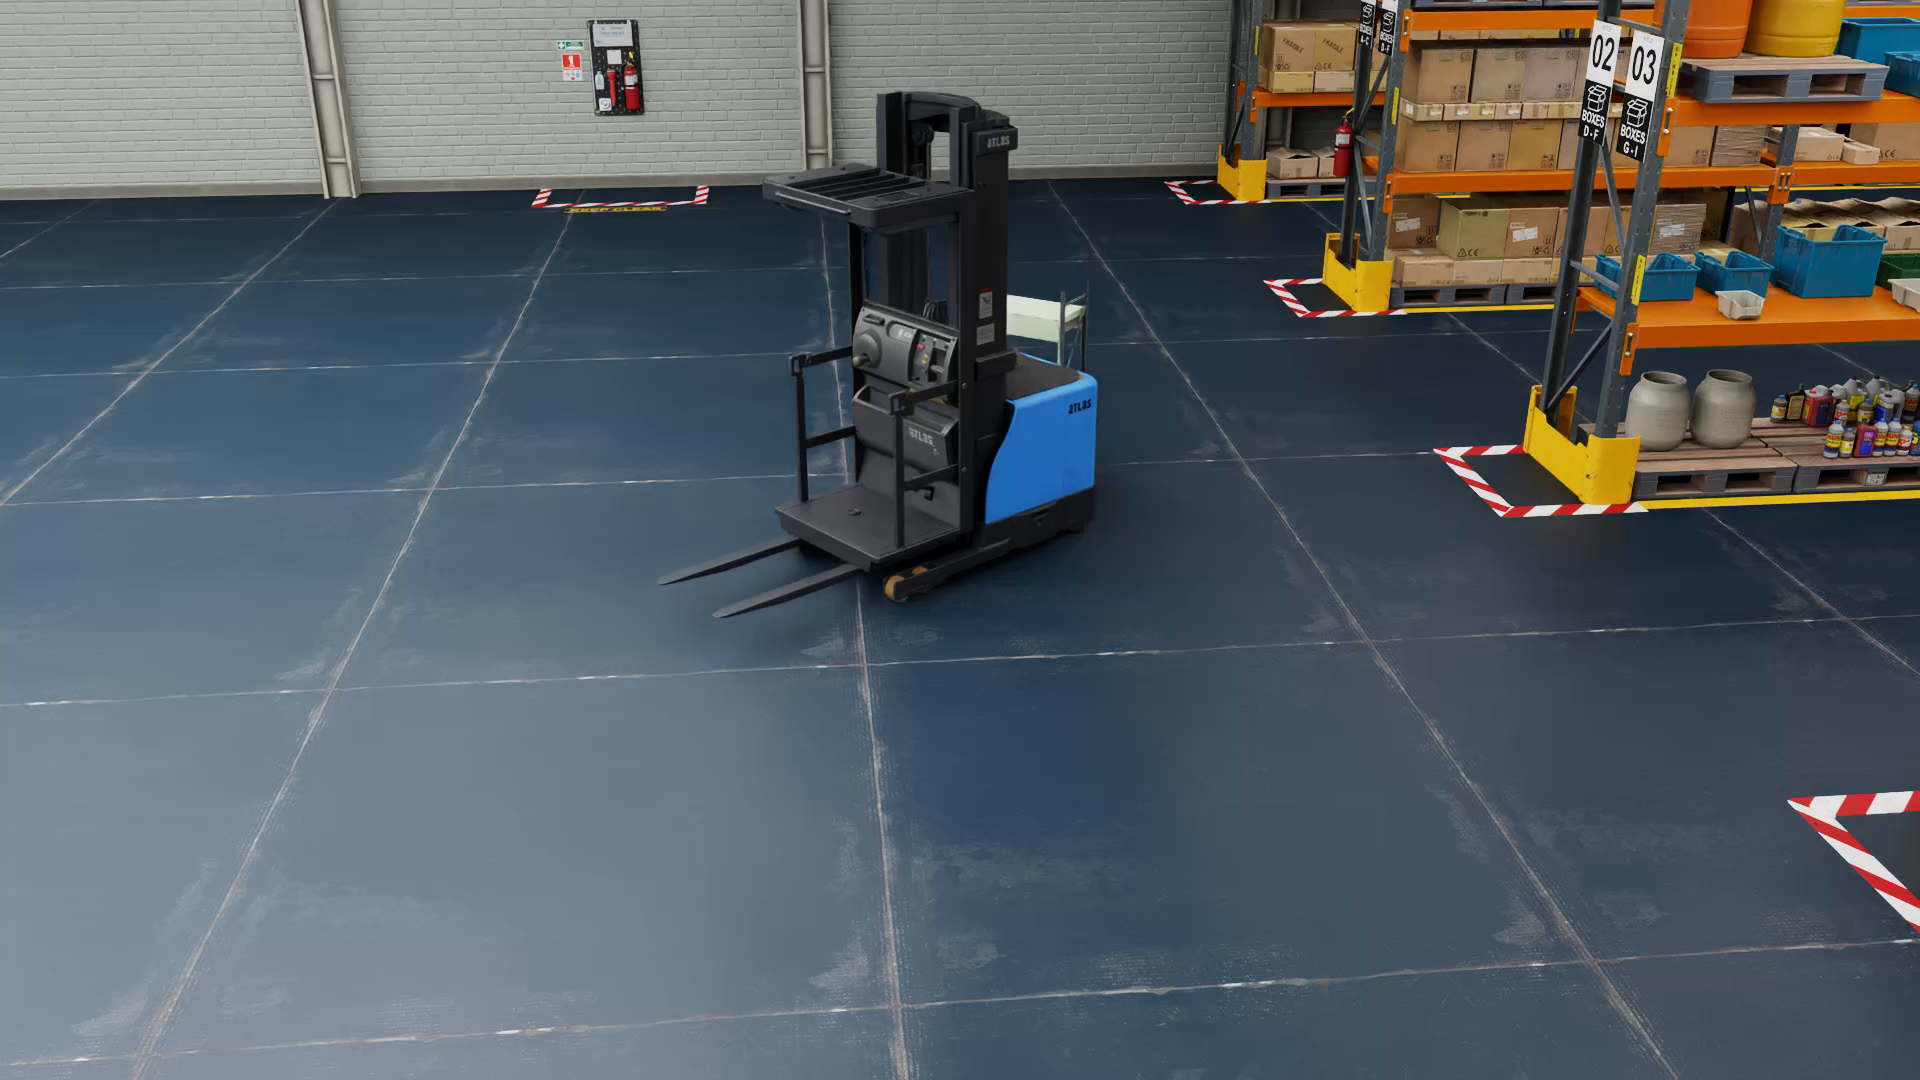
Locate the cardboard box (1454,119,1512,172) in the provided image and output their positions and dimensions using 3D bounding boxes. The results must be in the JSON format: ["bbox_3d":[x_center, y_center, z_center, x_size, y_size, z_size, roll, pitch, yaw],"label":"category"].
[{"bbox_3d":[4.994,-3.920,16.254,0.500,0.500,0.700,-2,24,-4],"label":"cardboard box"}]

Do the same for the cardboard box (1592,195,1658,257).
[{"bbox_3d":[6.551,-3.132,16.549,0.500,0.500,0.500,-2,24,-5],"label":"cardboard box"}]

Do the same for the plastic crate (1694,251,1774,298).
[{"bbox_3d":[5.605,-1.932,12.088,0.408,0.251,0.499,-2,24,-5],"label":"plastic crate"}]

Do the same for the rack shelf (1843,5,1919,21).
[{"bbox_3d":[9.977,-5.120,16.268,4.000,0.370,1.077,-2,24,-5],"label":"rack shelf"}]

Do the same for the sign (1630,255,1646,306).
[{"bbox_3d":[4.539,-1.740,11.130,0.005,0.325,0.100,-2,24,-5],"label":"sign"}]

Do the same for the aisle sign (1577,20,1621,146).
[{"bbox_3d":[4.389,-3.141,11.423,0.004,0.787,0.394,-2,24,-5],"label":"aisle sign"}]

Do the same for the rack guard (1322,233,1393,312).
[{"bbox_3d":[3.983,-2.695,16.698,0.348,0.500,1.175,-2,24,-5],"label":"rack guard"}]

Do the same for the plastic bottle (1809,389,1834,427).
[{"bbox_3d":[6.539,-1.002,12.614,0.133,0.283,0.061,-2,24,-5],"label":"plastic bottle"}]

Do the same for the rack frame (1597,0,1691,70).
[{"bbox_3d":[4.490,-4.577,10.469,0.127,3.000,1.000,-2,24,-5],"label":"rack frame"}]

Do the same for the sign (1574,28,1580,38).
[{"bbox_3d":[7.557,-6.176,20.387,0.005,0.325,0.100,-2,24,-5],"label":"sign"}]

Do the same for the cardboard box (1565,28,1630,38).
[{"bbox_3d":[8.006,-6.253,20.961,0.500,0.500,0.700,-2,24,-5],"label":"cardboard box"}]

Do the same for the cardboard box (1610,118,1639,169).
[{"bbox_3d":[6.522,-3.981,16.391,0.500,0.500,0.700,-2,24,-4],"label":"cardboard box"}]

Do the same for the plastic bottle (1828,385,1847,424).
[{"bbox_3d":[6.666,-1.047,12.725,0.135,0.276,0.152,-3,24,-7],"label":"plastic bottle"}]

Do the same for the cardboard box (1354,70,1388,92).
[{"bbox_3d":[5.056,-5.716,20.578,0.500,0.250,0.500,-3,24,-6],"label":"cardboard box"}]

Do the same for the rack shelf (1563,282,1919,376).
[{"bbox_3d":[6.480,-1.587,12.013,4.000,0.370,1.077,-2,24,-5],"label":"rack shelf"}]

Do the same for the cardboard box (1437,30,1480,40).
[{"bbox_3d":[6.058,-6.101,20.521,0.500,0.500,0.500,-3,24,-7],"label":"cardboard box"}]

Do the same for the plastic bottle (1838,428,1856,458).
[{"bbox_3d":[6.427,-0.709,12.055,0.097,0.201,0.097,0,24,0],"label":"plastic bottle"}]

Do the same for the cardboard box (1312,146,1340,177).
[{"bbox_3d":[4.781,-4.827,21.185,0.500,0.311,0.500,0,24,-1],"label":"cardboard box"}]

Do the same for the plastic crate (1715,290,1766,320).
[{"bbox_3d":[5.412,-1.621,11.529,0.250,0.136,0.298,-2,24,-5],"label":"plastic crate"}]

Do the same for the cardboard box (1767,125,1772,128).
[{"bbox_3d":[10.192,-5.514,21.575,0.500,0.250,0.500,-2,24,-4],"label":"cardboard box"}]

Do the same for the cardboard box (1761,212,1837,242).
[{"bbox_3d":[8.423,-3.105,16.721,0.500,0.311,0.500,-2,24,-5],"label":"cardboard box"}]

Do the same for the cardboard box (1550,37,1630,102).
[{"bbox_3d":[6.048,-4.556,16.087,0.500,0.500,0.700,-2,24,-5],"label":"cardboard box"}]

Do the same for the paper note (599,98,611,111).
[{"bbox_3d":[-4.490,-5.513,21.046,0.142,0.148,0.016,-2,24,-5],"label":"paper note"}]

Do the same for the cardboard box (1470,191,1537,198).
[{"bbox_3d":[5.505,-3.304,16.935,0.500,0.500,0.500,-2,24,-5],"label":"cardboard box"}]

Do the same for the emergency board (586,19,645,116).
[{"bbox_3d":[-4.307,-5.895,20.820,0.643,1.169,0.194,-2,24,-5],"label":"emergency board"}]

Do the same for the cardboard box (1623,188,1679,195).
[{"bbox_3d":[6.998,-3.361,17.063,0.500,0.500,0.500,-2,24,-5],"label":"cardboard box"}]

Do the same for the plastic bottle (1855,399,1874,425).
[{"bbox_3d":[6.886,-0.974,12.653,0.097,0.201,0.097,0,24,0],"label":"plastic bottle"}]

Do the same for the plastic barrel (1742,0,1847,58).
[{"bbox_3d":[5.612,-3.581,11.172,0.600,0.588,0.600,0,24,0],"label":"plastic barrel"}]

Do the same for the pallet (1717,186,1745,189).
[{"bbox_3d":[9.488,-4.807,21.806,1.213,0.211,1.003,-2,24,-5],"label":"pallet"}]

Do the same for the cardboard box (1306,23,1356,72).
[{"bbox_3d":[4.513,-6.037,20.375,0.500,0.500,0.500,-2,24,-5],"label":"cardboard box"}]

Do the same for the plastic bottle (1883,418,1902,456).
[{"bbox_3d":[6.765,-0.754,12.071,0.097,0.271,0.097,0,24,0],"label":"plastic bottle"}]

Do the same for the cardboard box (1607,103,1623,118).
[{"bbox_3d":[6.210,-4.181,16.041,0.250,0.149,0.380,-2,24,-3],"label":"cardboard box"}]

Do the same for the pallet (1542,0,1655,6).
[{"bbox_3d":[5.929,-5.236,15.753,1.213,0.211,1.003,-2,24,-5],"label":"pallet"}]

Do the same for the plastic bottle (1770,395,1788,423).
[{"bbox_3d":[6.274,-1.009,12.730,0.097,0.201,0.097,0,24,0],"label":"plastic bottle"}]

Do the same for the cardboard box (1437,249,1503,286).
[{"bbox_3d":[5.059,-2.726,16.559,0.500,0.250,0.500,-2,24,-5],"label":"cardboard box"}]

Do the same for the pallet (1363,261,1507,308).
[{"bbox_3d":[4.763,-2.611,16.865,1.213,0.211,1.003,-2,24,-5],"label":"pallet"}]

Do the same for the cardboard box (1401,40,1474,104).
[{"bbox_3d":[4.525,-4.492,15.943,0.500,0.500,0.700,-2,24,-5],"label":"cardboard box"}]

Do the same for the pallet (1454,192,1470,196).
[{"bbox_3d":[6.832,-4.685,21.530,1.213,0.211,1.003,-2,24,-5],"label":"pallet"}]

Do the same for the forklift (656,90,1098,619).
[{"bbox_3d":[-0.505,-1.190,10.319,3.031,2.935,1.130,-20,31,-37],"label":"forklift"}]

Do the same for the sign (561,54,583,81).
[{"bbox_3d":[-4.867,-5.931,20.857,0.234,0.329,0.001,-2,24,-5],"label":"sign"}]

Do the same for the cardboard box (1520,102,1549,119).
[{"bbox_3d":[5.445,-4.151,15.974,0.250,0.149,0.380,-3,24,-7],"label":"cardboard box"}]

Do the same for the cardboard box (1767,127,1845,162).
[{"bbox_3d":[8.473,-3.967,16.666,0.500,0.250,0.500,-1,24,-2],"label":"cardboard box"}]

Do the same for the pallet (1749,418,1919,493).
[{"bbox_3d":[6.581,-0.661,12.478,1.213,0.211,1.003,-2,24,-5],"label":"pallet"}]

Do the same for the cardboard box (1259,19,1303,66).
[{"bbox_3d":[3.964,-6.228,20.806,0.500,0.500,0.500,-3,24,-6],"label":"cardboard box"}]

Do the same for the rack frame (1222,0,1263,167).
[{"bbox_3d":[3.516,-5.840,20.696,0.127,3.000,1.000,-2,24,-5],"label":"rack frame"}]

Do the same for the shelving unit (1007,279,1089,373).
[{"bbox_3d":[0.479,-1.150,11.989,0.755,1.500,0.431,13,27,27],"label":"shelving unit"}]

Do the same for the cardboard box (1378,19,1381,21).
[{"bbox_3d":[5.481,-6.287,20.938,0.500,0.500,0.500,-2,24,-4],"label":"cardboard box"}]

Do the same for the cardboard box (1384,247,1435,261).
[{"bbox_3d":[4.511,-2.914,16.982,0.500,0.250,0.500,-2,24,-5],"label":"cardboard box"}]

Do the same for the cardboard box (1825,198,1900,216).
[{"bbox_3d":[9.376,-3.364,17.303,0.500,0.311,0.500,-2,24,-5],"label":"cardboard box"}]

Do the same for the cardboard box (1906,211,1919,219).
[{"bbox_3d":[9.953,-3.167,16.860,0.500,0.311,0.500,-2,24,-4],"label":"cardboard box"}]

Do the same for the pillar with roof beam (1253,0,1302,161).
[{"bbox_3d":[4.551,-7.219,16.413,0.400,9.000,9.100,-2,24,-5],"label":"pillar with roof beam"}]

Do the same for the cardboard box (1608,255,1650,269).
[{"bbox_3d":[6.552,-2.784,16.690,0.500,0.250,0.500,-2,24,-5],"label":"cardboard box"}]

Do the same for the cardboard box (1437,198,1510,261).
[{"bbox_3d":[5.059,-3.068,16.405,0.500,0.500,0.500,-2,24,-5],"label":"cardboard box"}]

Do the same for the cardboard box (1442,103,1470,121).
[{"bbox_3d":[4.681,-4.120,15.906,0.250,0.149,0.380,-3,24,-7],"label":"cardboard box"}]

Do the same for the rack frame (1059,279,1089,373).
[{"bbox_3d":[0.797,-1.076,11.822,0.023,1.500,0.400,13,27,27],"label":"rack frame"}]

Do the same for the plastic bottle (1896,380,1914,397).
[{"bbox_3d":[7.270,-1.093,12.820,0.133,0.283,0.061,-1,24,-3],"label":"plastic bottle"}]

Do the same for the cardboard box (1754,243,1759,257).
[{"bbox_3d":[8.413,-2.849,16.835,0.500,0.250,0.500,-3,24,-6],"label":"cardboard box"}]
